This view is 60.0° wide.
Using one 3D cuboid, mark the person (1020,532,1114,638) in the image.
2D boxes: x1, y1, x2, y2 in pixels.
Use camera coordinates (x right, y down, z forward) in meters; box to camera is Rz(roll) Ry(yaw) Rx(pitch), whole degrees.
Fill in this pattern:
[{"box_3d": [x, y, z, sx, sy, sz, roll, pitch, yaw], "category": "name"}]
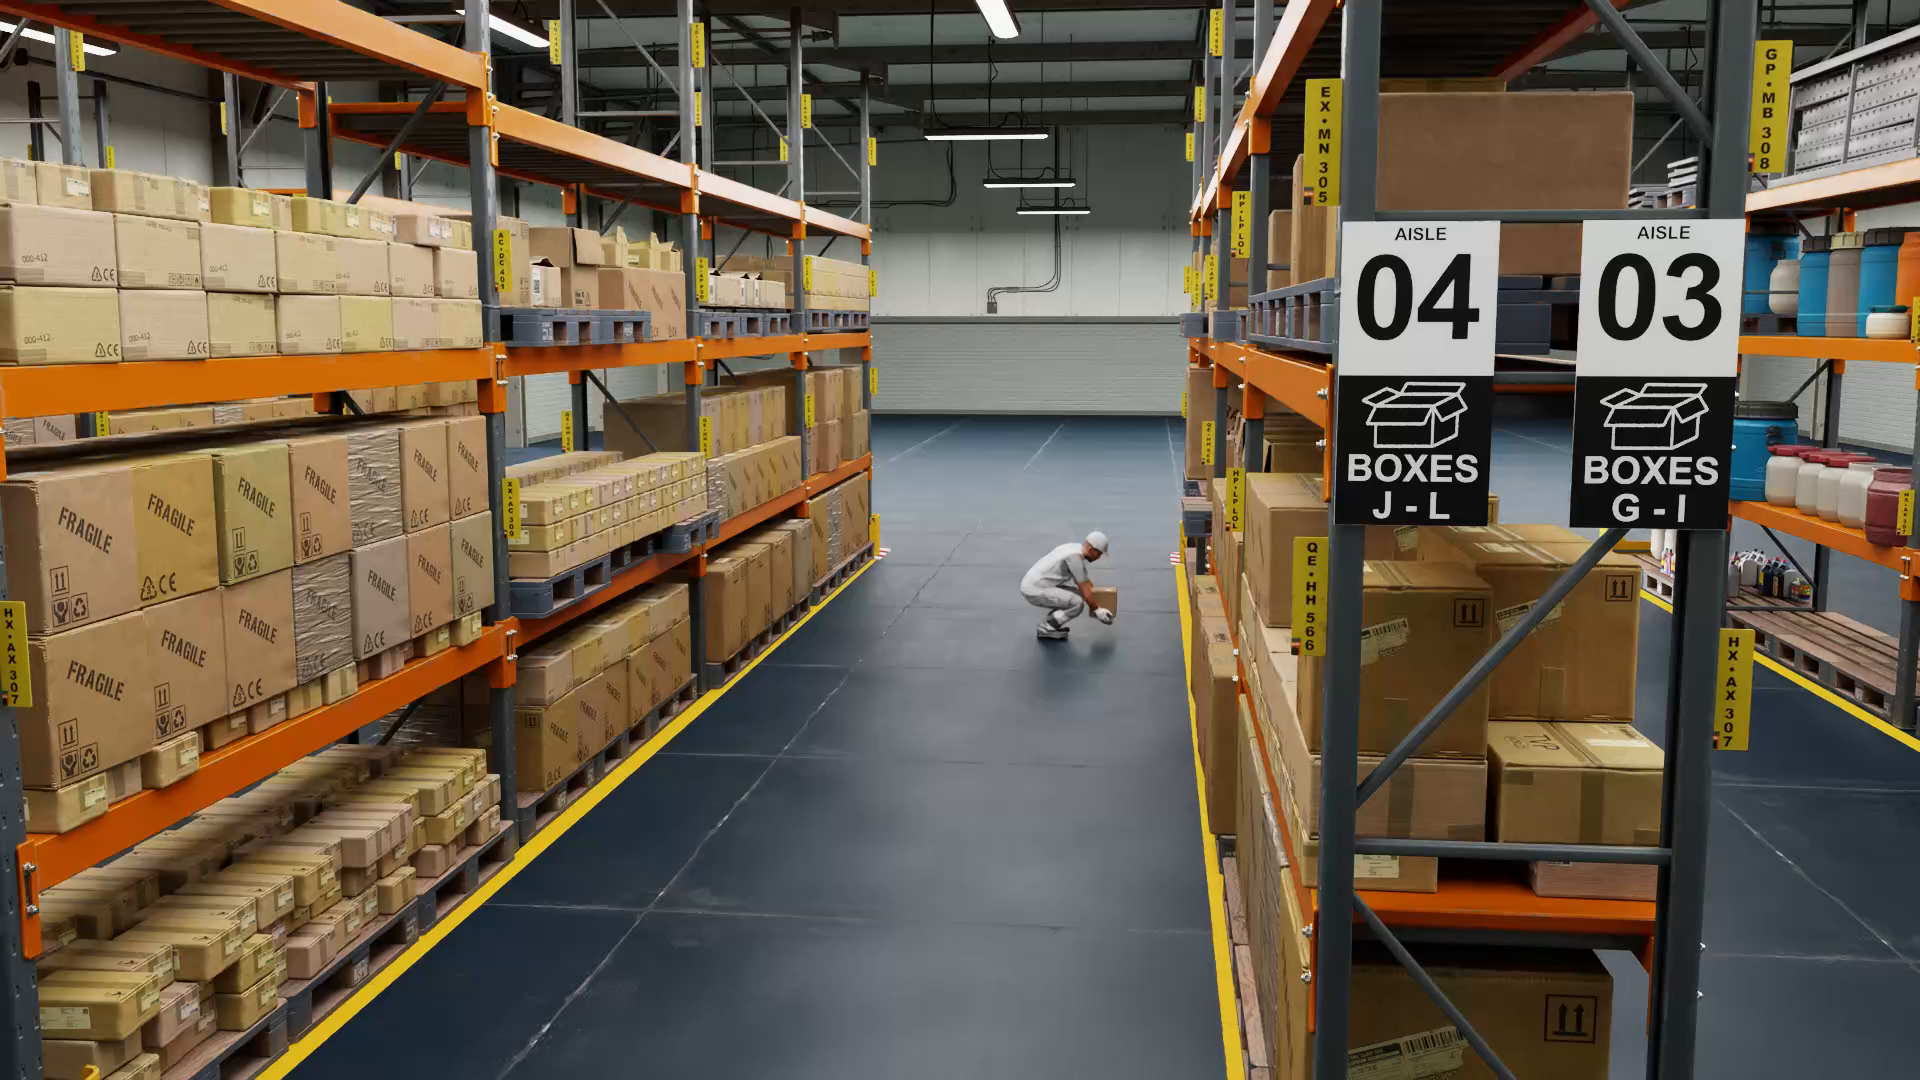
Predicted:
[{"box_3d": [1.008, 0.415, 15.628, 0.879, 0.991, 0.573, 1, 8, 6], "category": "person"}]
